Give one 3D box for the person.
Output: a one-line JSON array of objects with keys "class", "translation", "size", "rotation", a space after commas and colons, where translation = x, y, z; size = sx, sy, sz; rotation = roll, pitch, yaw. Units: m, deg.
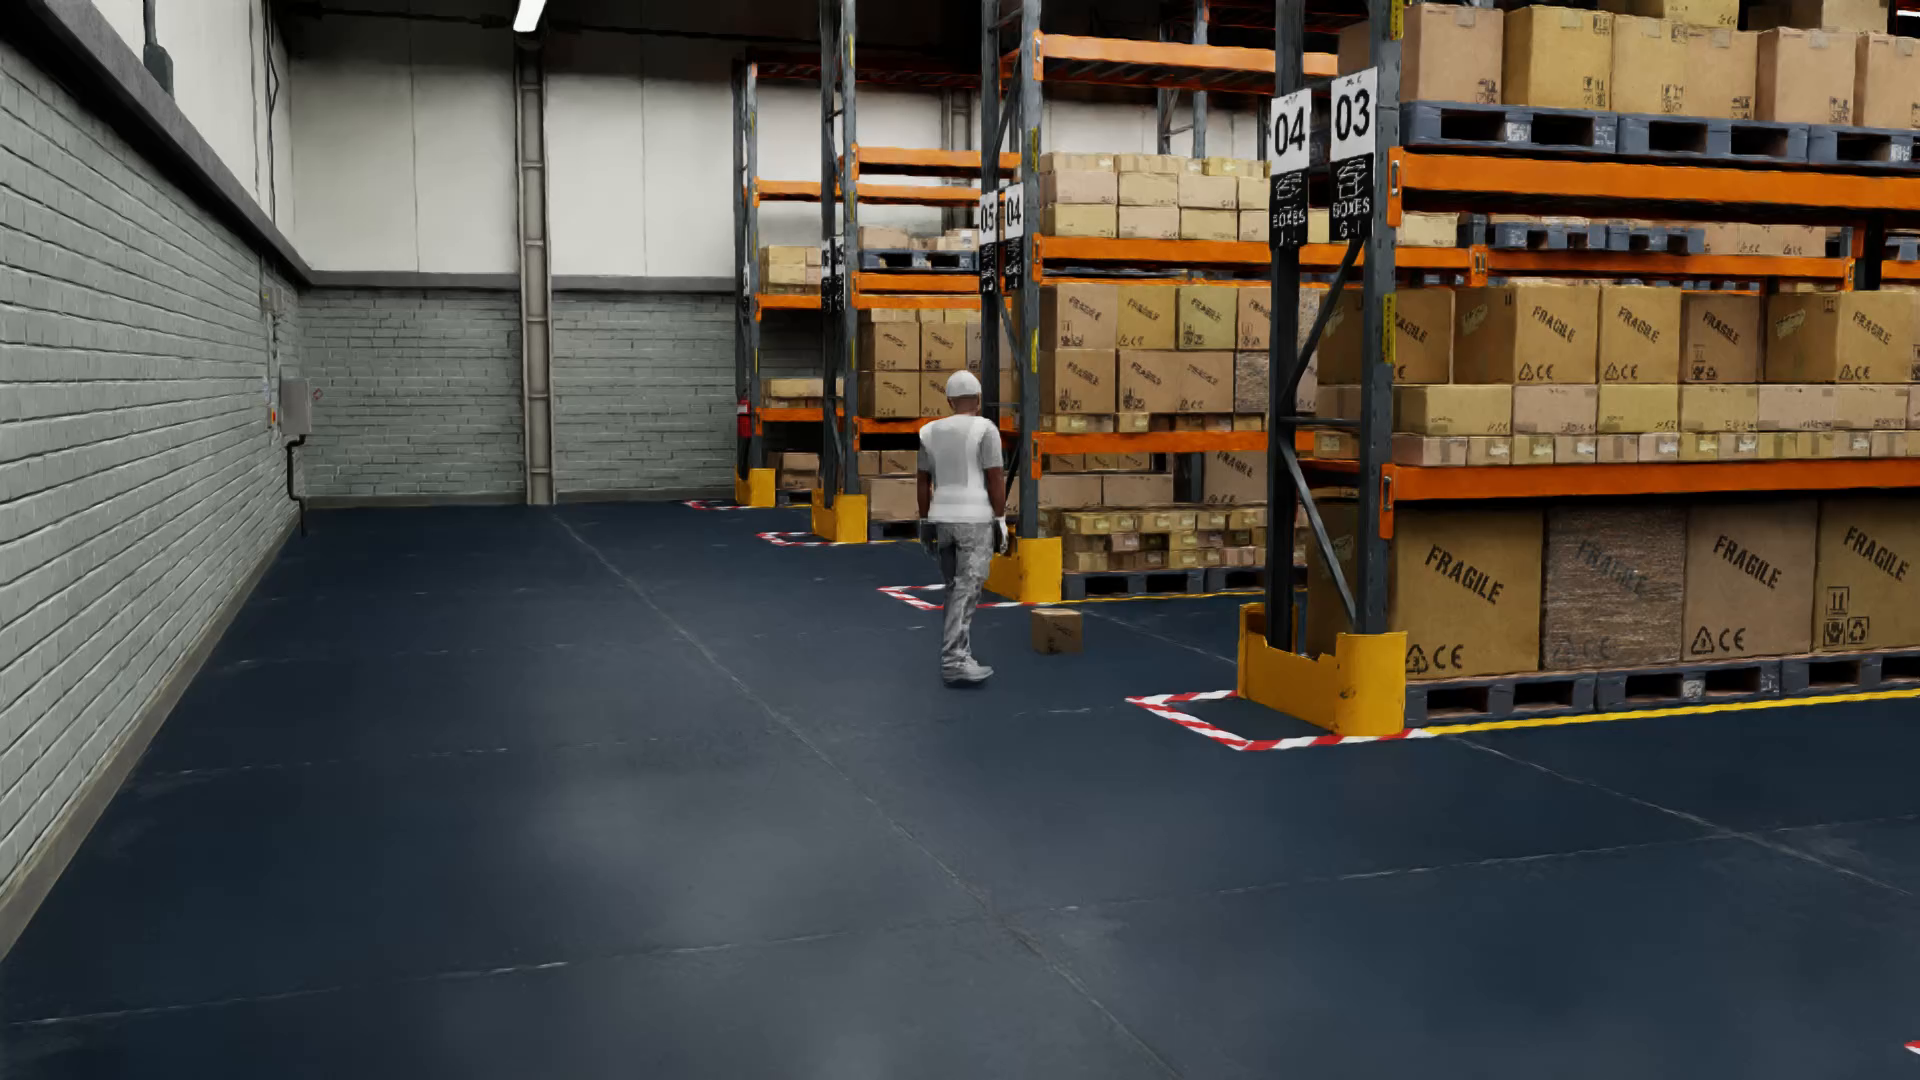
[{"class": "person", "translation": [0.012, -0.089, 9.571], "size": [0.574, 1.777, 0.568], "rotation": [4, 7, 37]}]
